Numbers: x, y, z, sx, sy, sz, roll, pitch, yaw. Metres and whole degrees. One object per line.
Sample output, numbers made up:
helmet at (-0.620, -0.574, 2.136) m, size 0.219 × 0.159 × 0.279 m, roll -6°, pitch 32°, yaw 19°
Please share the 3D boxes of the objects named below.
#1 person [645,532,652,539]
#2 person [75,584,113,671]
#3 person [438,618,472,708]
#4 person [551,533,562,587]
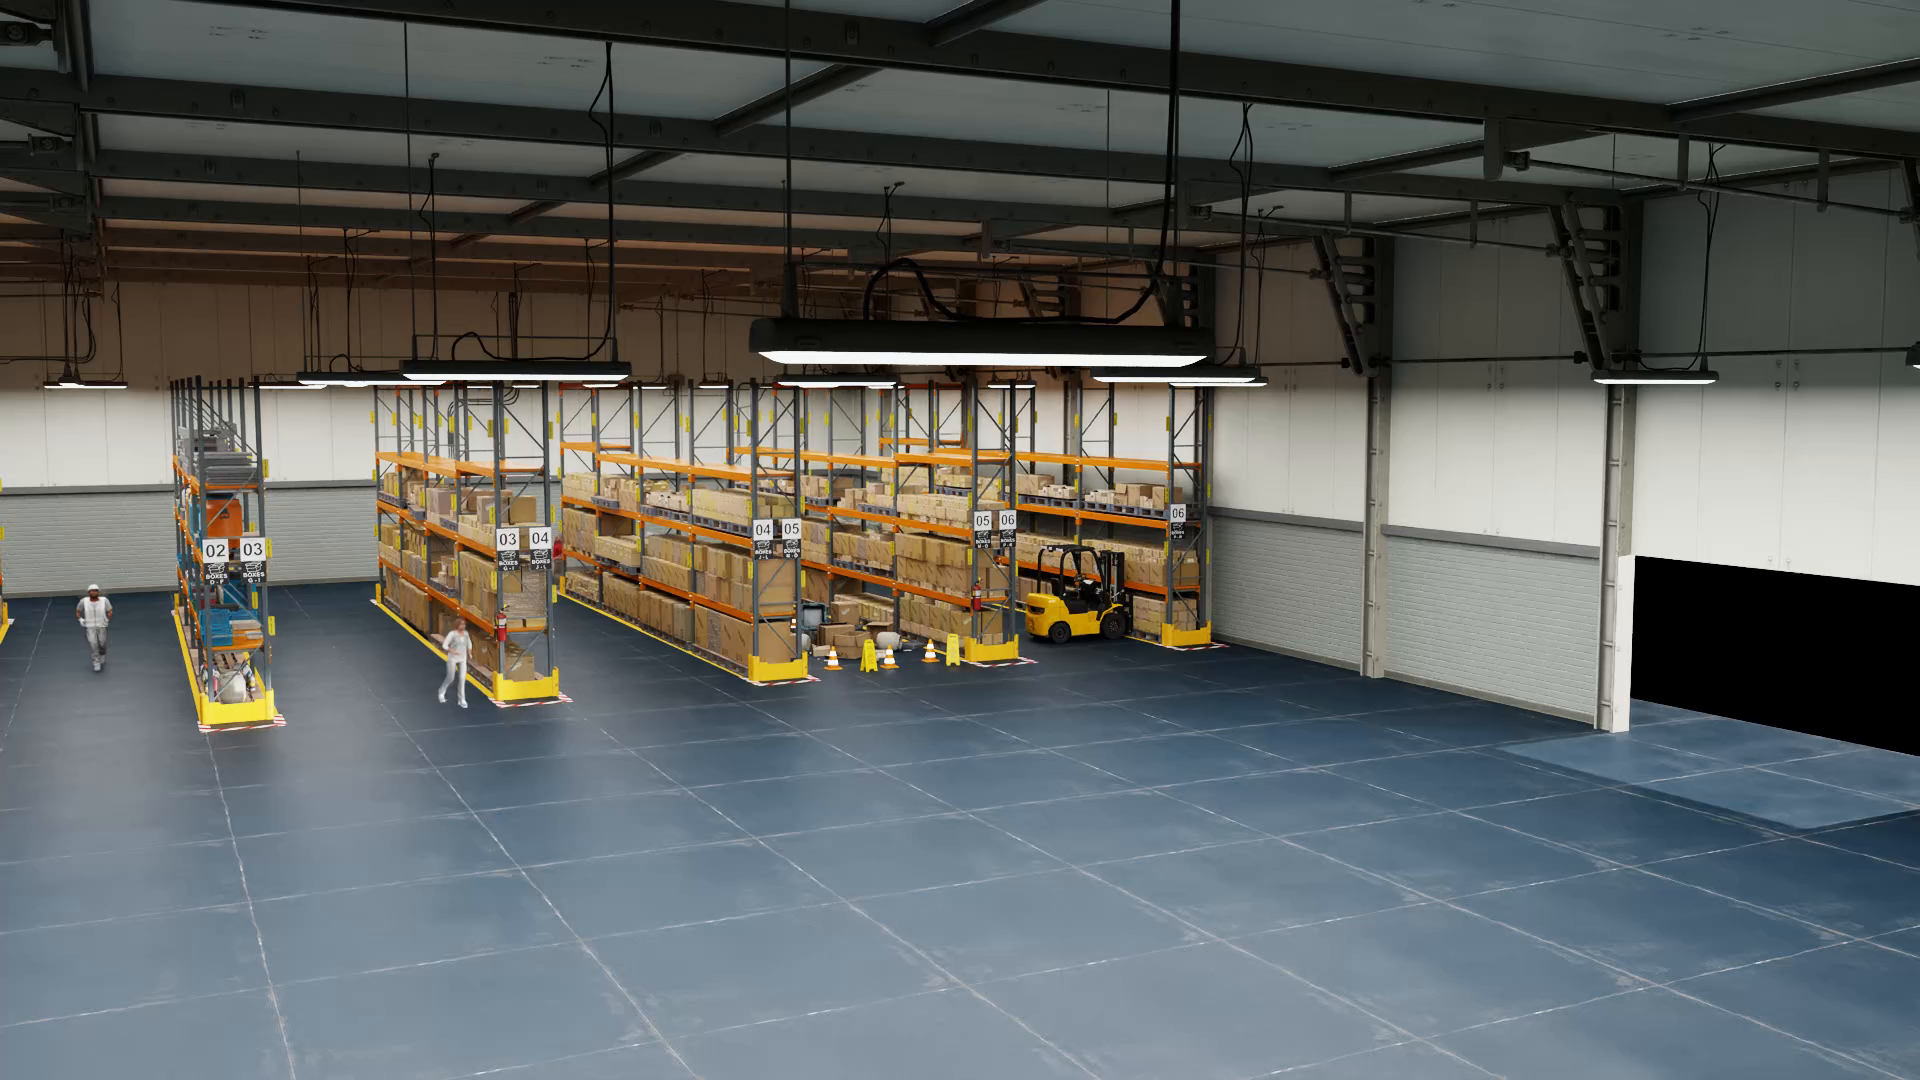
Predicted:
person at (-8.894, 0.621, 47.251) m, size 0.672 × 1.744 × 1.064 m, roll -2°, pitch 6°, yaw -23°
person at (-17.893, 1.790, 34.387) m, size 0.690 × 1.761 × 0.733 m, roll -3°, pitch 6°, yaw -30°
person at (-9.169, 2.221, 30.418) m, size 0.596 × 1.593 × 0.834 m, roll -4°, pitch 7°, yaw -41°
person at (-11.818, 0.604, 48.439) m, size 0.508 × 1.619 × 0.881 m, roll -4°, pitch 7°, yaw -40°
